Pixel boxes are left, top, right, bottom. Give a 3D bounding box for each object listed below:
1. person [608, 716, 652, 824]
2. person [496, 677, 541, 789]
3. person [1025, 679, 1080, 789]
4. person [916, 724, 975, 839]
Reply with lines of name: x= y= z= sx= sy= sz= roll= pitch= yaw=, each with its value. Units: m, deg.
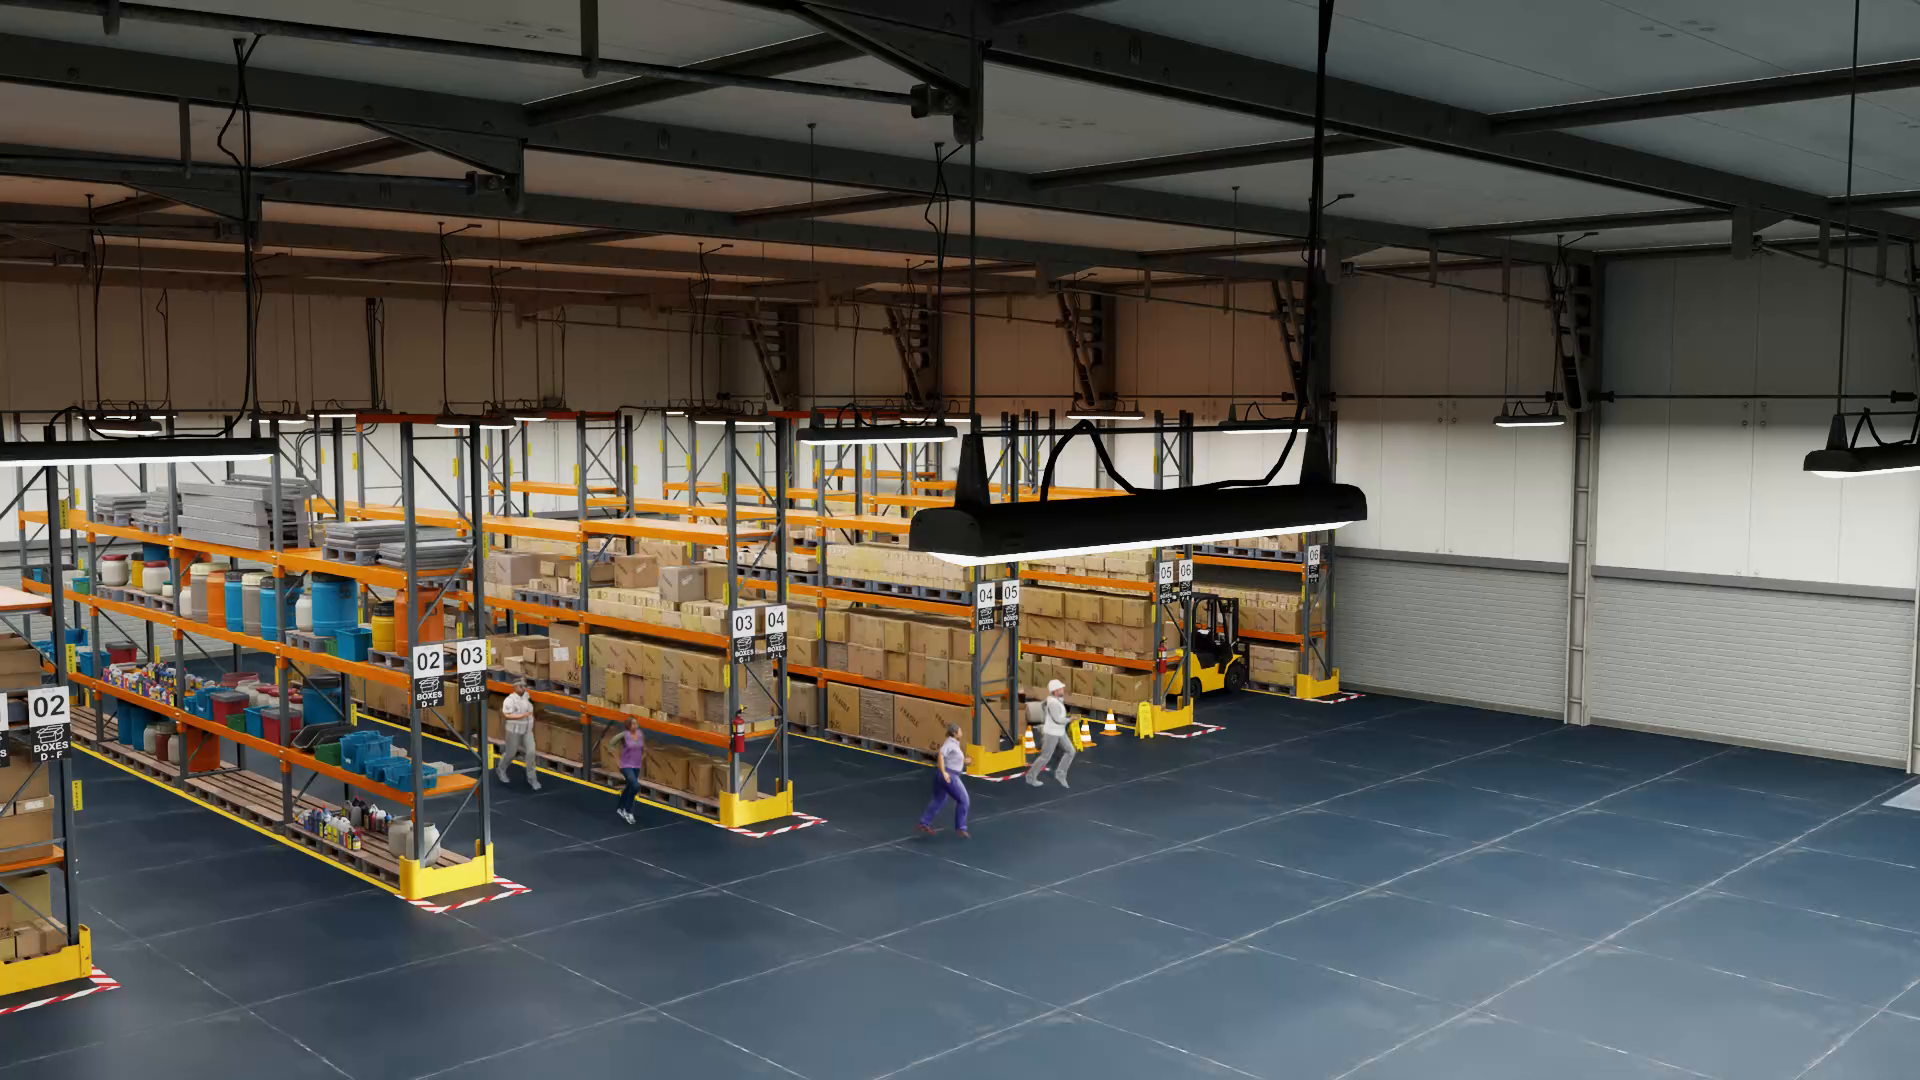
person: x=-4.889 y=3.405 z=24.685 sx=0.741 sy=1.621 sz=0.535 roll=5 pitch=7 yaw=42
person: x=-7.148 y=3.089 z=26.893 sx=0.959 sy=1.795 sz=0.650 roll=4 pitch=6 yaw=38
person: x=1.504 y=3.127 z=26.760 sx=0.878 sy=1.802 sz=0.659 roll=1 pitch=5 yaw=11
person: x=-0.179 y=3.469 z=23.798 sx=0.854 sy=1.699 sz=0.527 roll=-2 pitch=5 yaw=-17
